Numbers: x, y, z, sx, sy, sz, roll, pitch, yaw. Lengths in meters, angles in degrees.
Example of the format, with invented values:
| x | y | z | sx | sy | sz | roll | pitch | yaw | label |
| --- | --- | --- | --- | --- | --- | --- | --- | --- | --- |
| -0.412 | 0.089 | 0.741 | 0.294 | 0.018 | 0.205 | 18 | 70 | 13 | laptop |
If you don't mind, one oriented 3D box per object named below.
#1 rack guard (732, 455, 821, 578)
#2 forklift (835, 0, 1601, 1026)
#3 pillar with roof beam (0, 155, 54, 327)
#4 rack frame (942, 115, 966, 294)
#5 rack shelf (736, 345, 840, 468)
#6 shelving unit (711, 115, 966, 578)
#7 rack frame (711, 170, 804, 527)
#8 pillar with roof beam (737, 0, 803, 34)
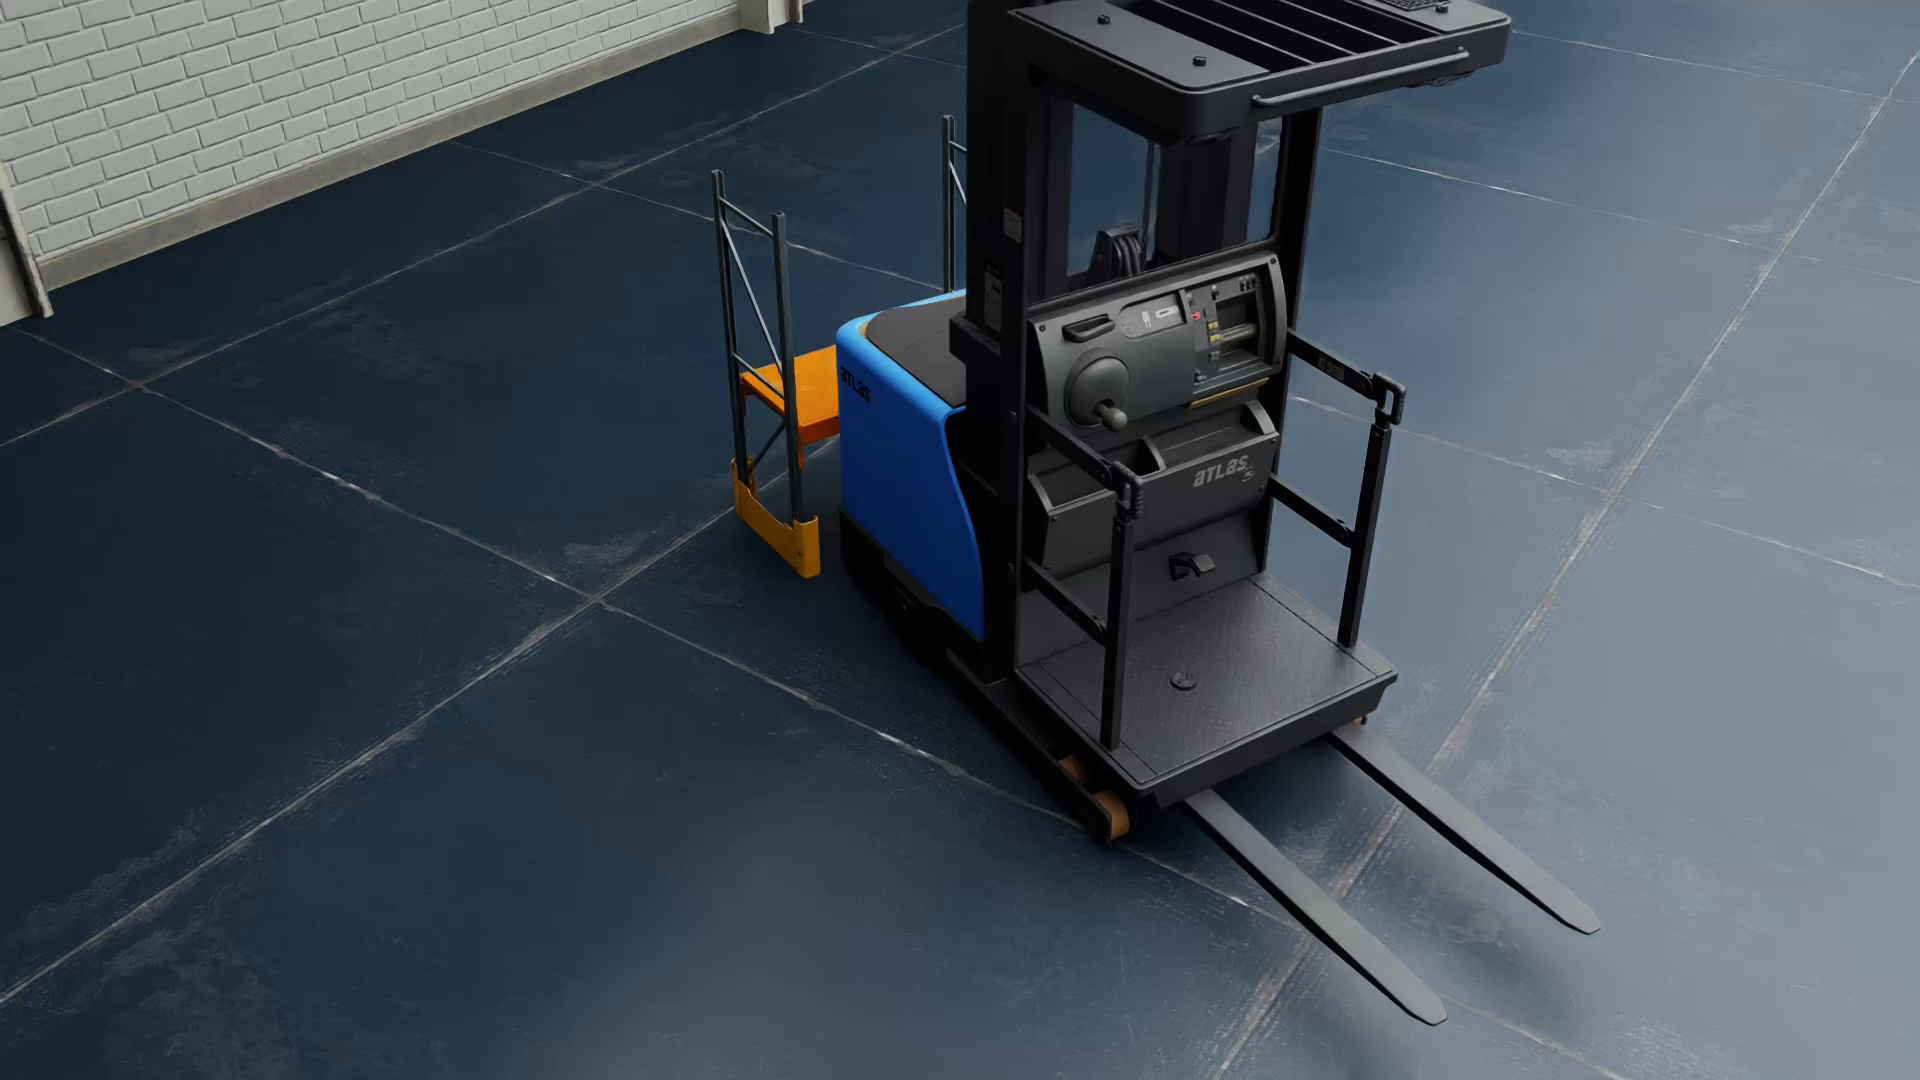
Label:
| x | y | z | sx | sy | sz | roll | pitch | yaw | label |
| --- | --- | --- | --- | --- | --- | --- | --- | --- | --- |
| -0.740 | -0.100 | 6.674 | 0.087 | 0.250 | 0.587 | -21 | 39 | -28 | rack guard |
| 0.741 | -0.551 | 4.948 | 1.130 | 2.935 | 3.031 | -19 | 39 | -26 | forklift |
| -1.302 | -3.459 | 3.831 | 9.100 | 9.000 | 0.400 | 21 | 39 | 28 | pillar with roof beam |
| 0.084 | -0.932 | 6.790 | 0.032 | 1.500 | 0.500 | -21 | 39 | -28 | rack frame |
| -0.336 | -0.623 | 6.653 | 1.000 | 0.185 | 0.538 | -21 | 39 | -28 | rack shelf |
| -0.329 | -0.775 | 6.557 | 1.083 | 1.500 | 0.587 | -21 | 39 | -28 | shelving unit |
| -0.756 | -0.611 | 6.315 | 0.032 | 1.500 | 0.500 | -21 | 39 | -28 | rack frame |
| 2.119 | -6.220 | 7.914 | 9.100 | 9.000 | 0.400 | 21 | 39 | 28 | pillar with roof beam |
